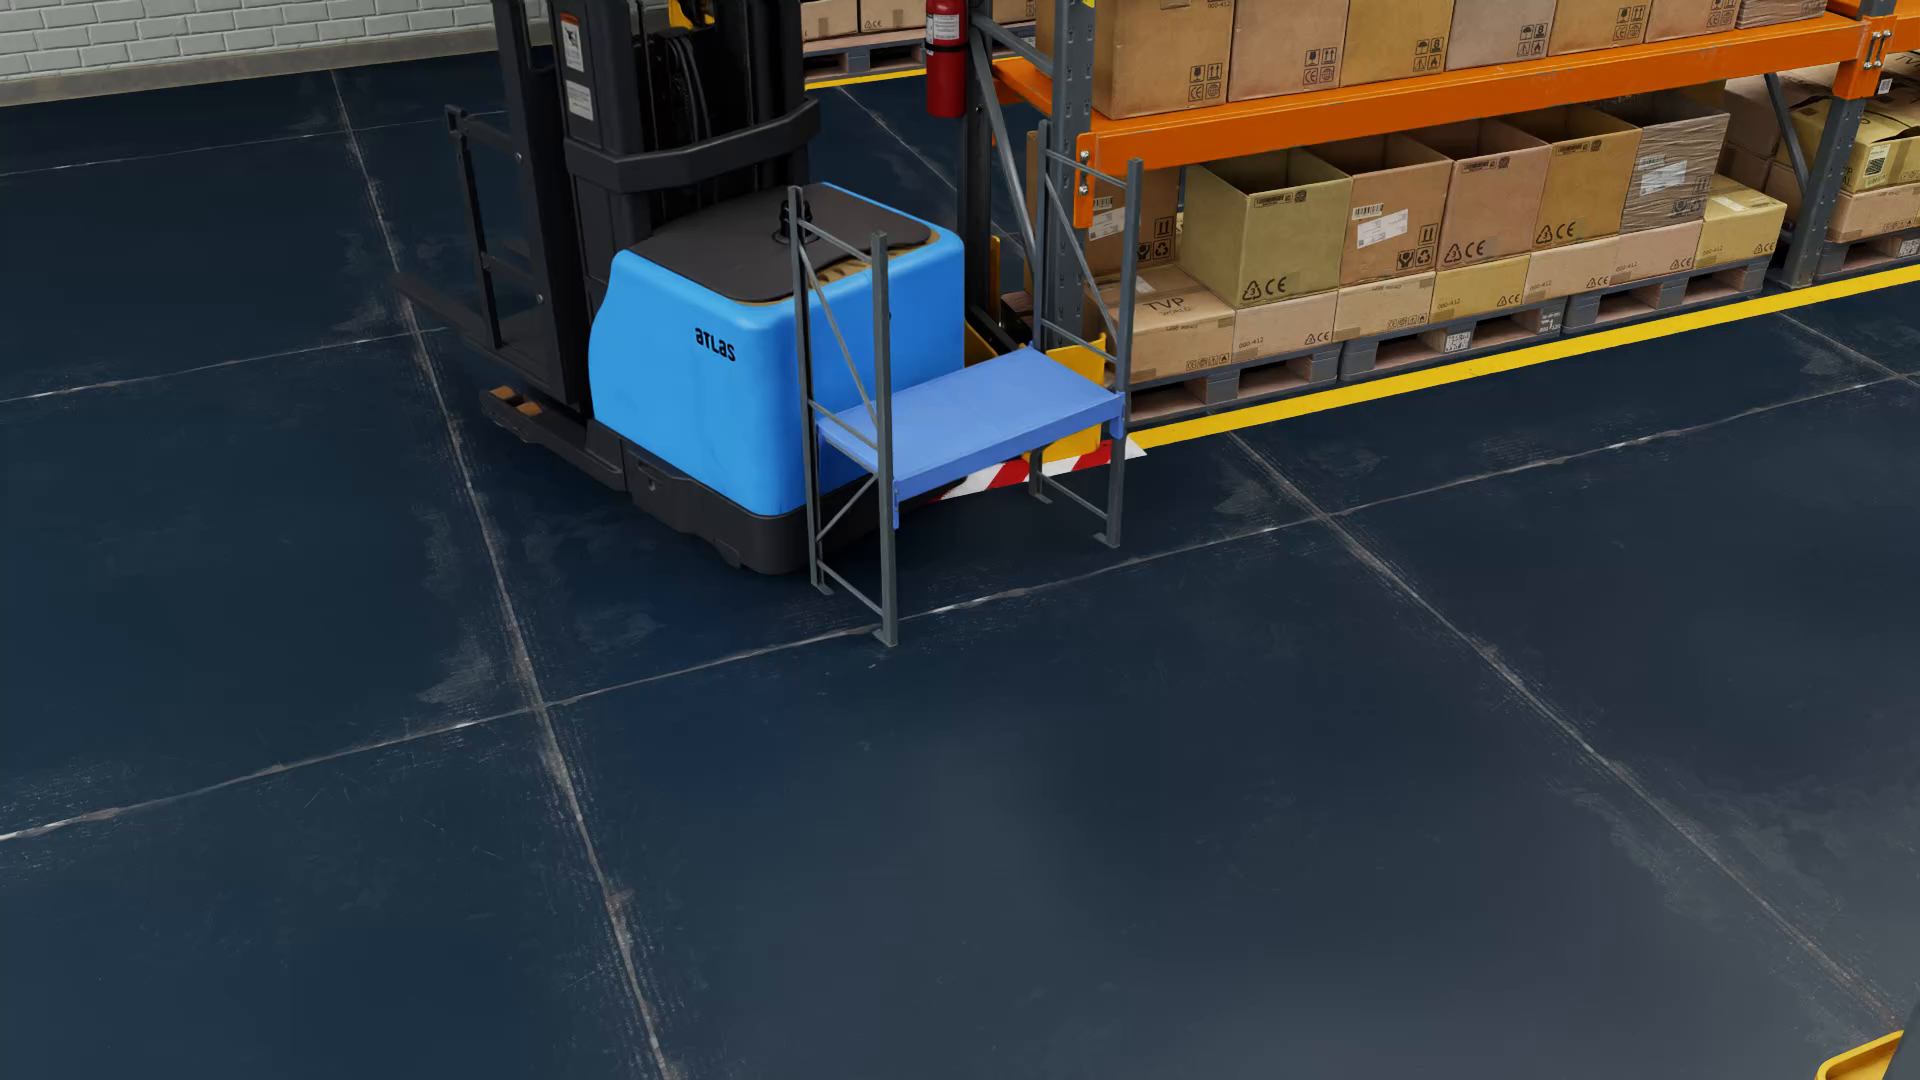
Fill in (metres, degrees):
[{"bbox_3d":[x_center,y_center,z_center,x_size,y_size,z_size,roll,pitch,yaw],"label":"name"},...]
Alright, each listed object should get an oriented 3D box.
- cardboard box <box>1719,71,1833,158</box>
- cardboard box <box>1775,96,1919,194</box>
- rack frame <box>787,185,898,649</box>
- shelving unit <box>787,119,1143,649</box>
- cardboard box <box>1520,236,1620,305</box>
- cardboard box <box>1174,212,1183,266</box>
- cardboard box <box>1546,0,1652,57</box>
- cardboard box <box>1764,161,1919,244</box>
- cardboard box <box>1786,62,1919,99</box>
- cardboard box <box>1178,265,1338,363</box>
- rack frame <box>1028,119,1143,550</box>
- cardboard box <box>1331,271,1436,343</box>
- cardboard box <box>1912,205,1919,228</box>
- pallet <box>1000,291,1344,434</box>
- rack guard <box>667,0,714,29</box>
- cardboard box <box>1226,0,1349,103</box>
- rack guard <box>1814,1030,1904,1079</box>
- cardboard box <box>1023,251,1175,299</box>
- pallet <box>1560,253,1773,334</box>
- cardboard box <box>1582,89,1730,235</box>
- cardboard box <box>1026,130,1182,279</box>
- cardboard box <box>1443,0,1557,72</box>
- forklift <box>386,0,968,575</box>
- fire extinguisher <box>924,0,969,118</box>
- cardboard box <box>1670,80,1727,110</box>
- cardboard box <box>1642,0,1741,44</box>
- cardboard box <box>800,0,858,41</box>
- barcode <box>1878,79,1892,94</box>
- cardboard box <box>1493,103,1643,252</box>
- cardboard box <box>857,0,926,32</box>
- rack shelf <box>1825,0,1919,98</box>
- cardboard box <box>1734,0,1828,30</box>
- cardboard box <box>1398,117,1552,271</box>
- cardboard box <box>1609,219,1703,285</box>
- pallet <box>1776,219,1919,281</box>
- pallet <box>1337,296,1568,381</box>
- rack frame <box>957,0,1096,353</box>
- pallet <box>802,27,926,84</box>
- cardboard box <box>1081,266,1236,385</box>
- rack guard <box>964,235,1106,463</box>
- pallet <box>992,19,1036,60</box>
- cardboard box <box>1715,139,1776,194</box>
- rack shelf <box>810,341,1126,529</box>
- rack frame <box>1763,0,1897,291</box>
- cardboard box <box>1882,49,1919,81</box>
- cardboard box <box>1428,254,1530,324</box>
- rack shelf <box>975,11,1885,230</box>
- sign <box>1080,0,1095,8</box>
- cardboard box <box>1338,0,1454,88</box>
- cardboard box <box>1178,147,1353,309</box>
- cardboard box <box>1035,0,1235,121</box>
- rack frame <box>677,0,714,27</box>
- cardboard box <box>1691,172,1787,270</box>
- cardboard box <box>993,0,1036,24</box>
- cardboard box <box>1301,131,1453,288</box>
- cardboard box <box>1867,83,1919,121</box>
[{"bbox_3d":[4.185,-2.223,8.538,0.500,0.311,0.500,-13,35,-19],"label":"cardboard box"},{"bbox_3d":[4.400,-1.955,8.126,0.500,0.311,0.500,-13,35,-19],"label":"cardboard box"},{"bbox_3d":[-0.376,-0.370,5.443,0.032,1.500,0.500,-23,39,-31],"label":"rack frame"},{"bbox_3d":[0.028,-0.538,5.702,1.048,1.500,0.538,-23,39,-31],"label":"shelving unit"},{"bbox_3d":[2.660,-1.337,7.690,0.500,0.250,0.500,-13,35,-19],"label":"cardboard box"},{"bbox_3d":[1.071,-1.287,7.614,0.500,0.250,0.500,-13,35,-19],"label":"cardboard box"},{"bbox_3d":[2.568,-2.461,7.190,0.500,0.500,0.700,-12,35,-18],"label":"cardboard box"},{"bbox_3d":[4.390,-1.719,8.277,0.500,0.250,0.500,-14,35,-20],"label":"cardboard box"},{"bbox_3d":[4.662,-2.336,8.712,0.500,0.311,0.500,-12,35,-18],"label":"cardboard box"},{"bbox_3d":[1.275,-1.022,7.207,0.500,0.250,0.500,-13,35,-19],"label":"cardboard box"},{"bbox_3d":[0.432,-0.707,5.961,0.032,1.500,0.500,-23,39,-31],"label":"rack frame"},{"bbox_3d":[1.736,-1.128,7.369,0.500,0.250,0.500,-13,35,-19],"label":"cardboard box"},{"bbox_3d":[4.862,-1.826,8.442,0.500,0.250,0.500,-12,35,-18],"label":"cardboard box"},{"bbox_3d":[0.923,-0.904,7.445,1.213,0.211,1.003,-13,35,-19],"label":"pallet"},{"bbox_3d":[-1.616,-3.349,10.938,0.348,0.500,1.175,-13,35,-19],"label":"rack guard"},{"bbox_3d":[1.152,-2.137,6.693,0.500,0.500,0.700,-12,35,-18],"label":"cardboard box"},{"bbox_3d":[2.201,1.610,3.318,0.348,0.500,1.175,-13,35,-19],"label":"rack guard"},{"bbox_3d":[0.615,-1.175,7.442,0.500,0.250,0.500,-13,35,-19],"label":"cardboard box"},{"bbox_3d":[3.173,-1.419,8.237,1.213,0.211,1.003,-13,35,-19],"label":"pallet"},{"bbox_3d":[3.114,-1.765,7.661,0.500,0.500,0.500,-13,35,-19],"label":"cardboard box"},{"bbox_3d":[0.614,-1.491,7.239,0.500,0.500,0.500,-13,35,-19],"label":"cardboard box"},{"bbox_3d":[2.096,-2.352,7.023,0.500,0.500,0.700,-12,35,-18],"label":"cardboard box"},{"bbox_3d":[-1.363,-1.806,6.339,1.130,2.935,3.031,-29,43,-36],"label":"forklift"},{"bbox_3d":[-0.054,-2.066,6.746,0.183,0.674,0.296,-13,35,-19],"label":"fire extinguisher"},{"bbox_3d":[3.374,-2.132,8.225,0.500,0.500,0.500,-13,35,-19],"label":"cardboard box"},{"bbox_3d":[3.032,-2.565,7.350,0.500,0.500,0.700,-13,35,-19],"label":"cardboard box"},{"bbox_3d":[-1.014,-3.539,11.000,0.500,0.311,0.500,-17,37,-24],"label":"cardboard box"},{"bbox_3d":[4.319,-2.118,7.763,0.075,0.075,0.001,-13,35,-19],"label":"barcode"},{"bbox_3d":[2.655,-1.657,7.496,0.500,0.500,0.500,-13,35,-19],"label":"cardboard box"},{"bbox_3d":[-0.488,-3.659,11.185,0.500,0.311,0.500,-10,34,-15],"label":"cardboard box"},{"bbox_3d":[5.767,-2.855,8.548,4.000,0.370,1.077,-13,35,-19],"label":"rack shelf"},{"bbox_3d":[3.516,-2.680,7.526,0.500,0.500,0.700,-14,36,-20],"label":"cardboard box"},{"bbox_3d":[2.199,-1.545,7.322,0.500,0.500,0.500,-13,35,-19],"label":"cardboard box"},{"bbox_3d":[3.115,-1.450,7.864,0.500,0.250,0.500,-13,35,-19],"label":"cardboard box"},{"bbox_3d":[4.587,-1.741,8.732,1.213,0.211,1.003,-13,35,-19],"label":"pallet"},{"bbox_3d":[2.047,-1.159,7.838,1.213,0.211,1.003,-13,35,-19],"label":"pallet"},{"bbox_3d":[0.235,-1.890,6.405,0.127,3.000,1.000,-13,35,-19],"label":"rack frame"},{"bbox_3d":[-0.854,-3.381,11.253,1.213,0.211,1.003,-13,35,-19],"label":"pallet"},{"bbox_3d":[0.815,-0.915,7.042,0.500,0.250,0.500,-13,35,-19],"label":"cardboard box"},{"bbox_3d":[0.212,-0.837,7.078,0.348,0.500,1.175,-13,35,-19],"label":"rack guard"},{"bbox_3d":[0.269,-3.637,11.646,1.213,0.211,1.003,-13,35,-19],"label":"pallet"},{"bbox_3d":[4.193,-1.991,8.696,0.500,0.250,0.500,-13,35,-19],"label":"cardboard box"},{"bbox_3d":[0.028,-0.387,5.800,1.000,0.185,0.538,-23,39,-31],"label":"rack shelf"},{"bbox_3d":[3.923,-2.735,7.702,0.127,3.000,1.000,-13,35,-19],"label":"rack frame"},{"bbox_3d":[5.123,-2.440,8.872,0.500,0.311,0.500,-13,35,-19],"label":"cardboard box"},{"bbox_3d":[2.199,-1.231,7.527,0.500,0.250,0.500,-13,35,-19],"label":"cardboard box"},{"bbox_3d":[2.079,-2.011,7.250,4.000,0.370,1.077,-13,35,-19],"label":"rack shelf"},{"bbox_3d":[0.444,-2.006,5.716,0.005,0.325,0.100,-13,35,-19],"label":"sign"},{"bbox_3d":[1.612,-2.239,6.850,0.500,0.500,0.700,-13,35,-19],"label":"cardboard box"},{"bbox_3d":[1.275,-1.336,7.001,0.500,0.500,0.500,-13,35,-19],"label":"cardboard box"},{"bbox_3d":[0.670,-2.024,6.519,0.500,0.500,0.700,-13,35,-19],"label":"cardboard box"},{"bbox_3d":[-1.687,-4.380,10.232,0.127,3.000,1.000,-13,35,-19],"label":"rack frame"},{"bbox_3d":[3.580,-1.550,8.018,0.500,0.250,0.500,-13,35,-19],"label":"cardboard box"},{"bbox_3d":[0.208,-3.868,11.333,0.500,0.500,0.700,-15,36,-22],"label":"cardboard box"},{"bbox_3d":[1.731,-1.448,7.173,0.500,0.500,0.500,-13,35,-19],"label":"cardboard box"},{"bbox_3d":[4.864,-2.058,8.285,0.500,0.311,0.500,-13,35,-19],"label":"cardboard box"}]
